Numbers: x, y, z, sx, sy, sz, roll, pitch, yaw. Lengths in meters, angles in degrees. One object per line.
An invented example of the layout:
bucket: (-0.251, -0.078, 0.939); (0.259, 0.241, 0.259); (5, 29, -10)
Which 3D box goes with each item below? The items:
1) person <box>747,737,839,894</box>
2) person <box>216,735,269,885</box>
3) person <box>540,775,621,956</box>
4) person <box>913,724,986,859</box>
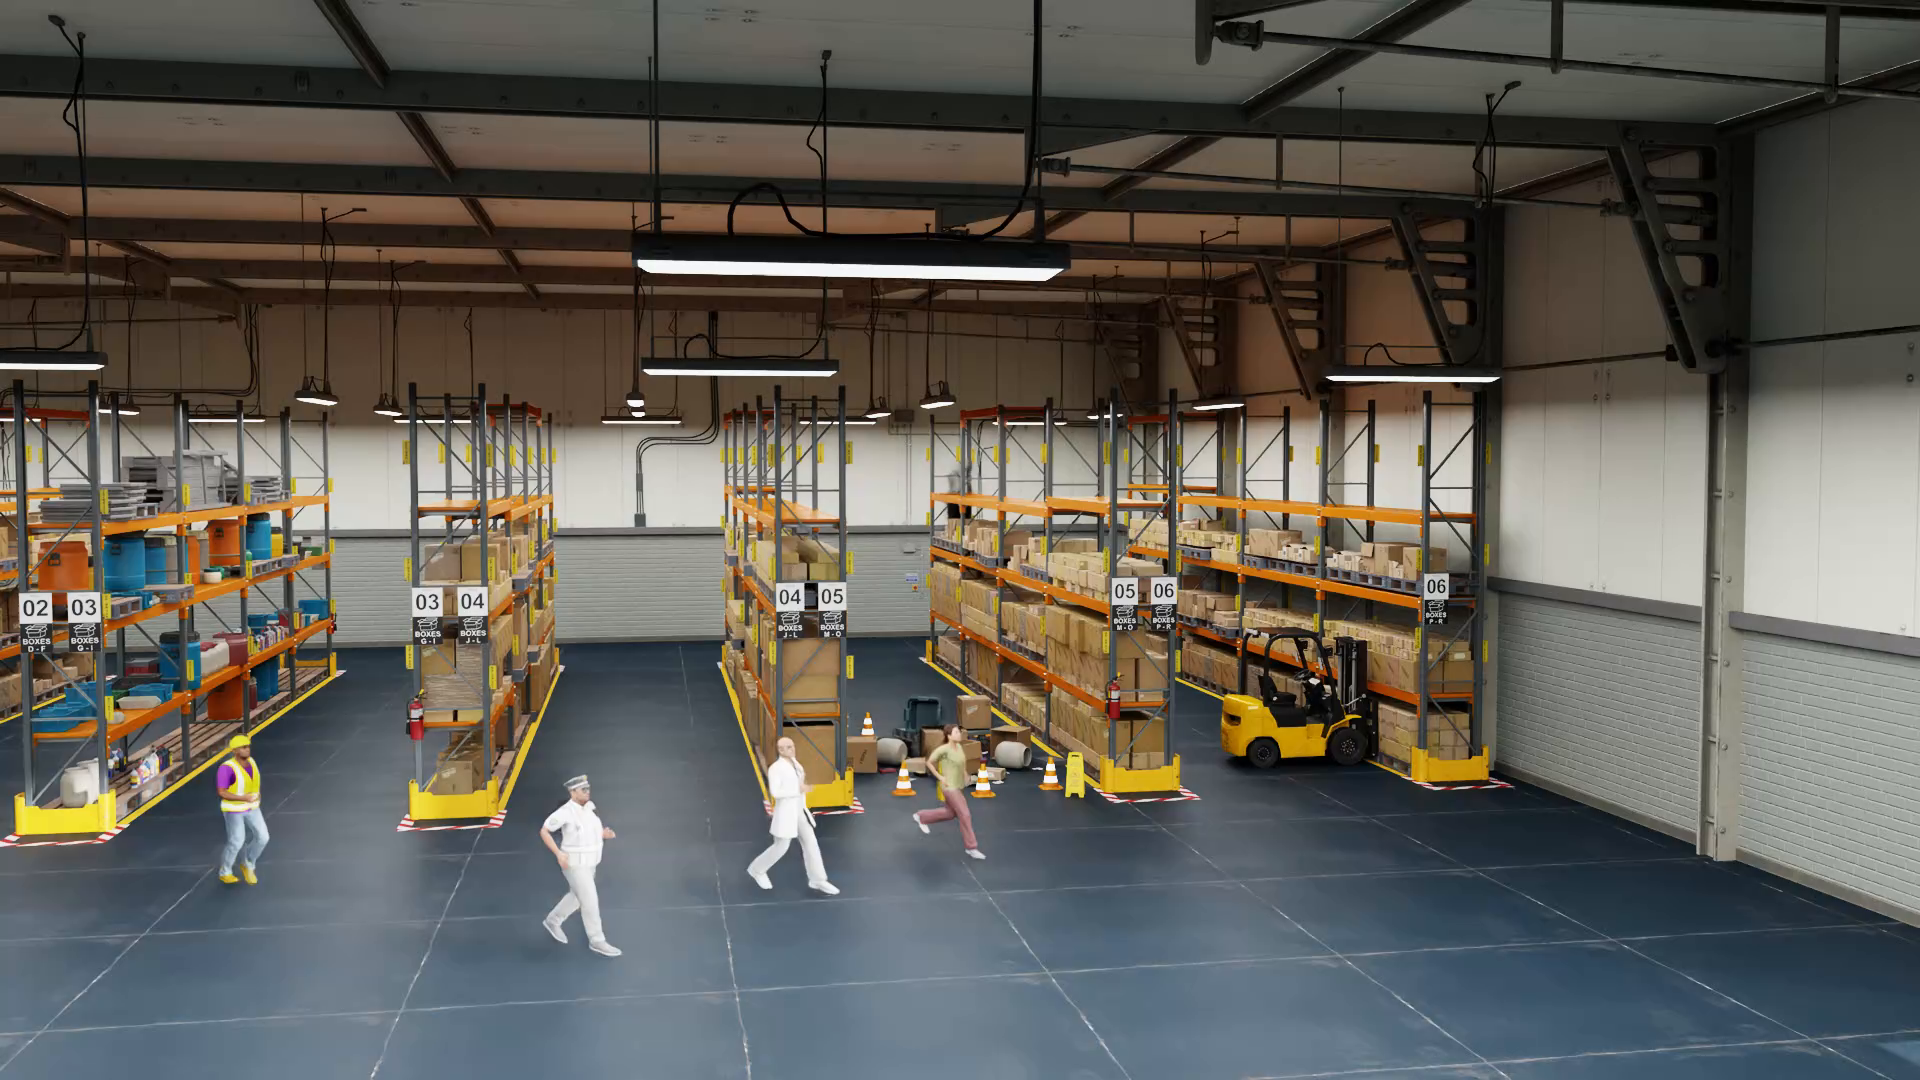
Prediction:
person: (-1.947, 3.129, 19.019); (1.028, 1.758, 0.731); (2, 3, 29)
person: (-8.319, 3.156, 19.340); (0.695, 1.789, 0.724); (1, 3, 23)
person: (-3.810, 3.239, 16.719); (0.949, 1.770, 0.664); (1, 3, 19)
person: (-0.133, 3.143, 20.942); (1.075, 1.660, 0.545); (1, 3, 27)
